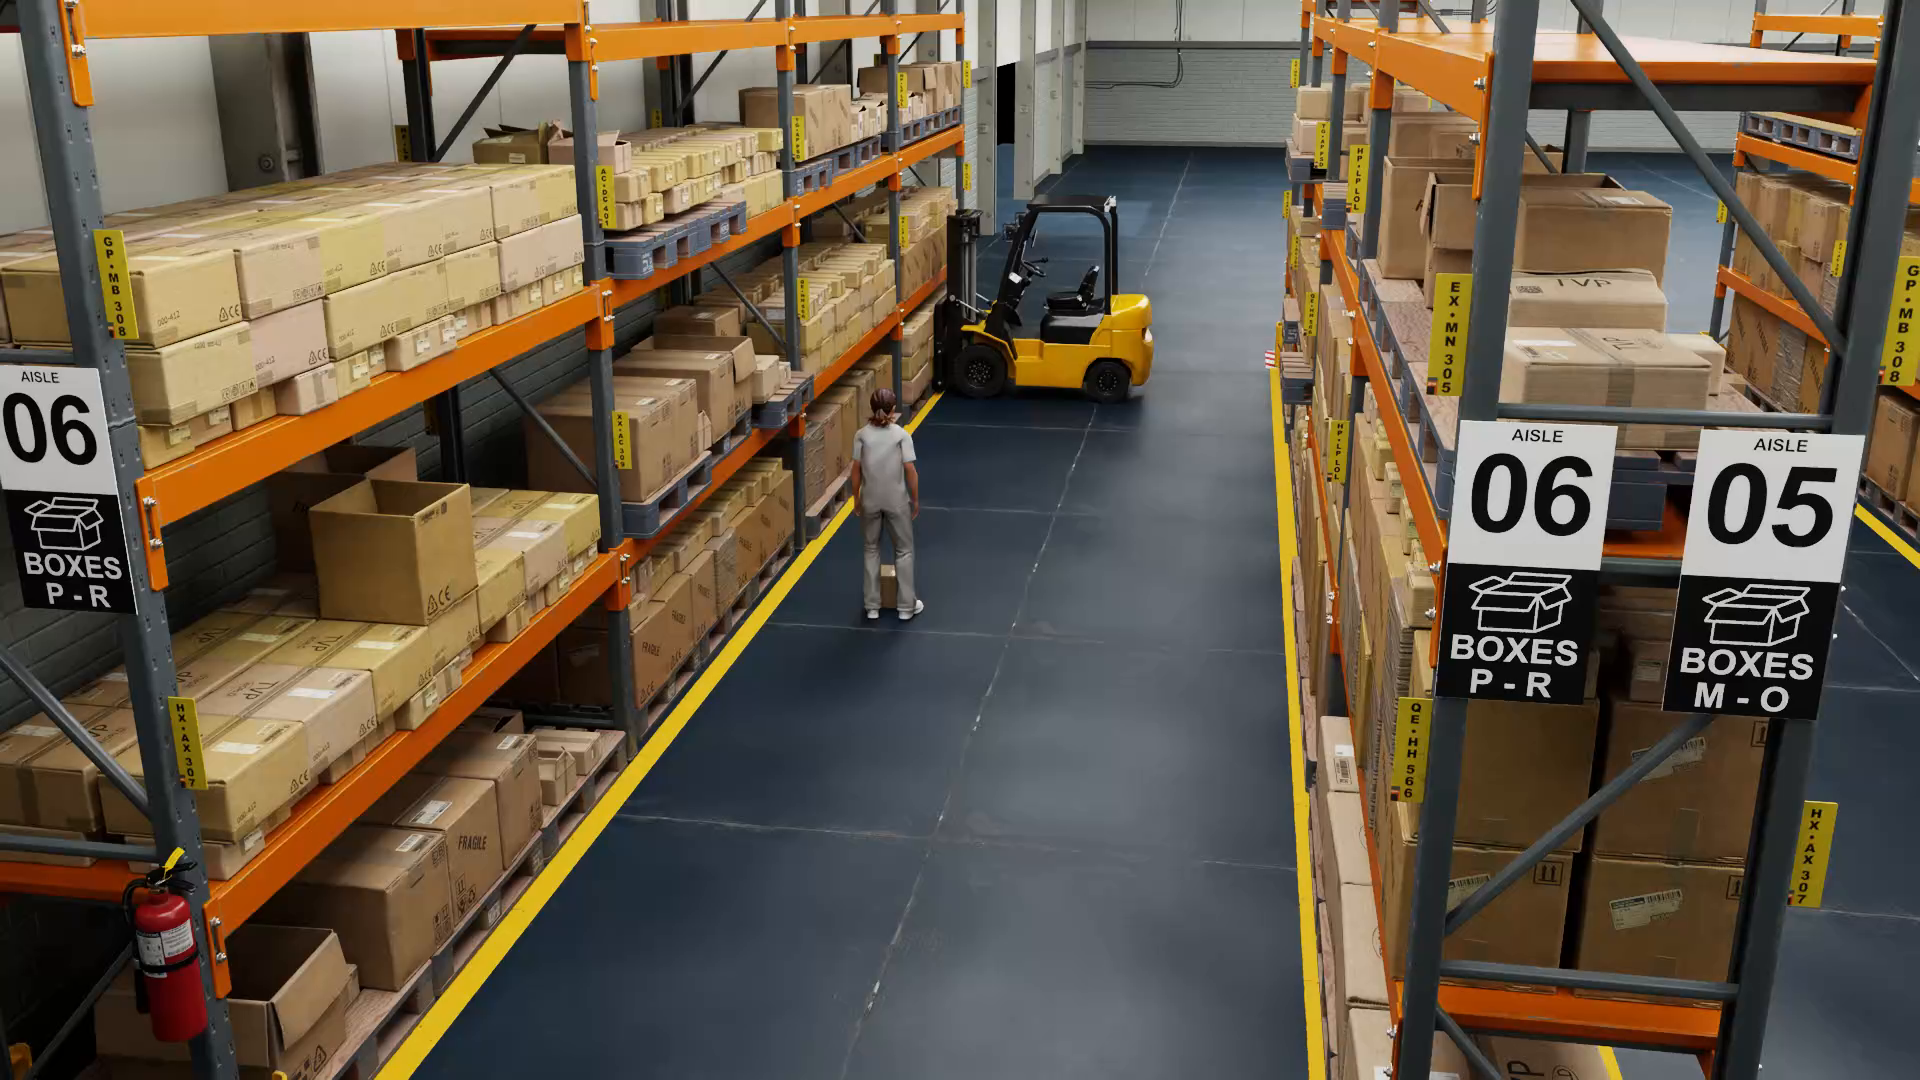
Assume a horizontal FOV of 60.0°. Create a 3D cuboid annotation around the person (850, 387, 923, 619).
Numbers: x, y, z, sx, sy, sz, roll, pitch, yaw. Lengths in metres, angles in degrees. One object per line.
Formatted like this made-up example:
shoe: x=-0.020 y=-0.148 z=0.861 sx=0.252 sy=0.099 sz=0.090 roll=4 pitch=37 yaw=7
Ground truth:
person: x=-0.530 y=-0.257 z=11.848 sx=0.489 sy=1.673 sz=0.358 roll=3 pitch=18 yaw=8
